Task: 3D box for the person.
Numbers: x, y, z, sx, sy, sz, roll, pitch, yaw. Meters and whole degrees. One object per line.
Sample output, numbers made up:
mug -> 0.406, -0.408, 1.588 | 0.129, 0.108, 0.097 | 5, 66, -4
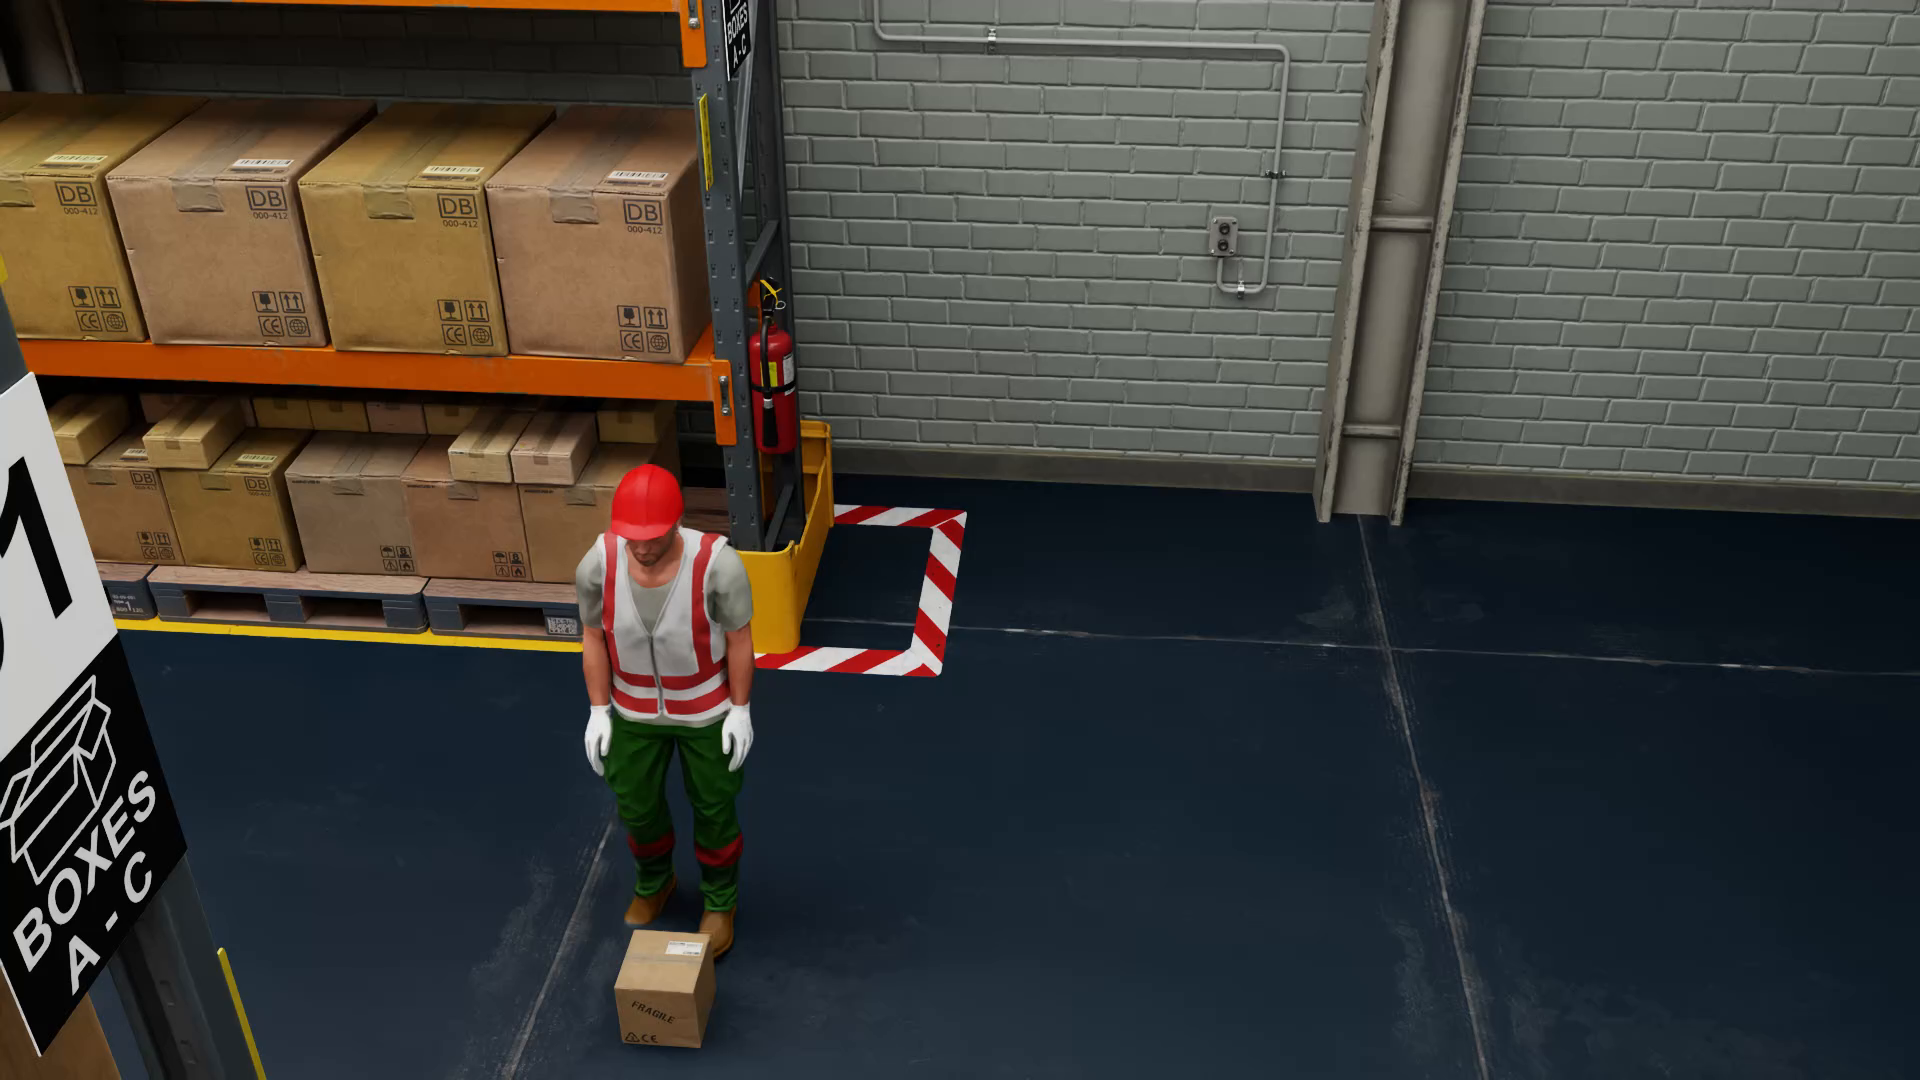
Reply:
person -> -0.902, 0.574, 5.237 | 0.539, 1.857, 0.413 | 2, 32, 4
